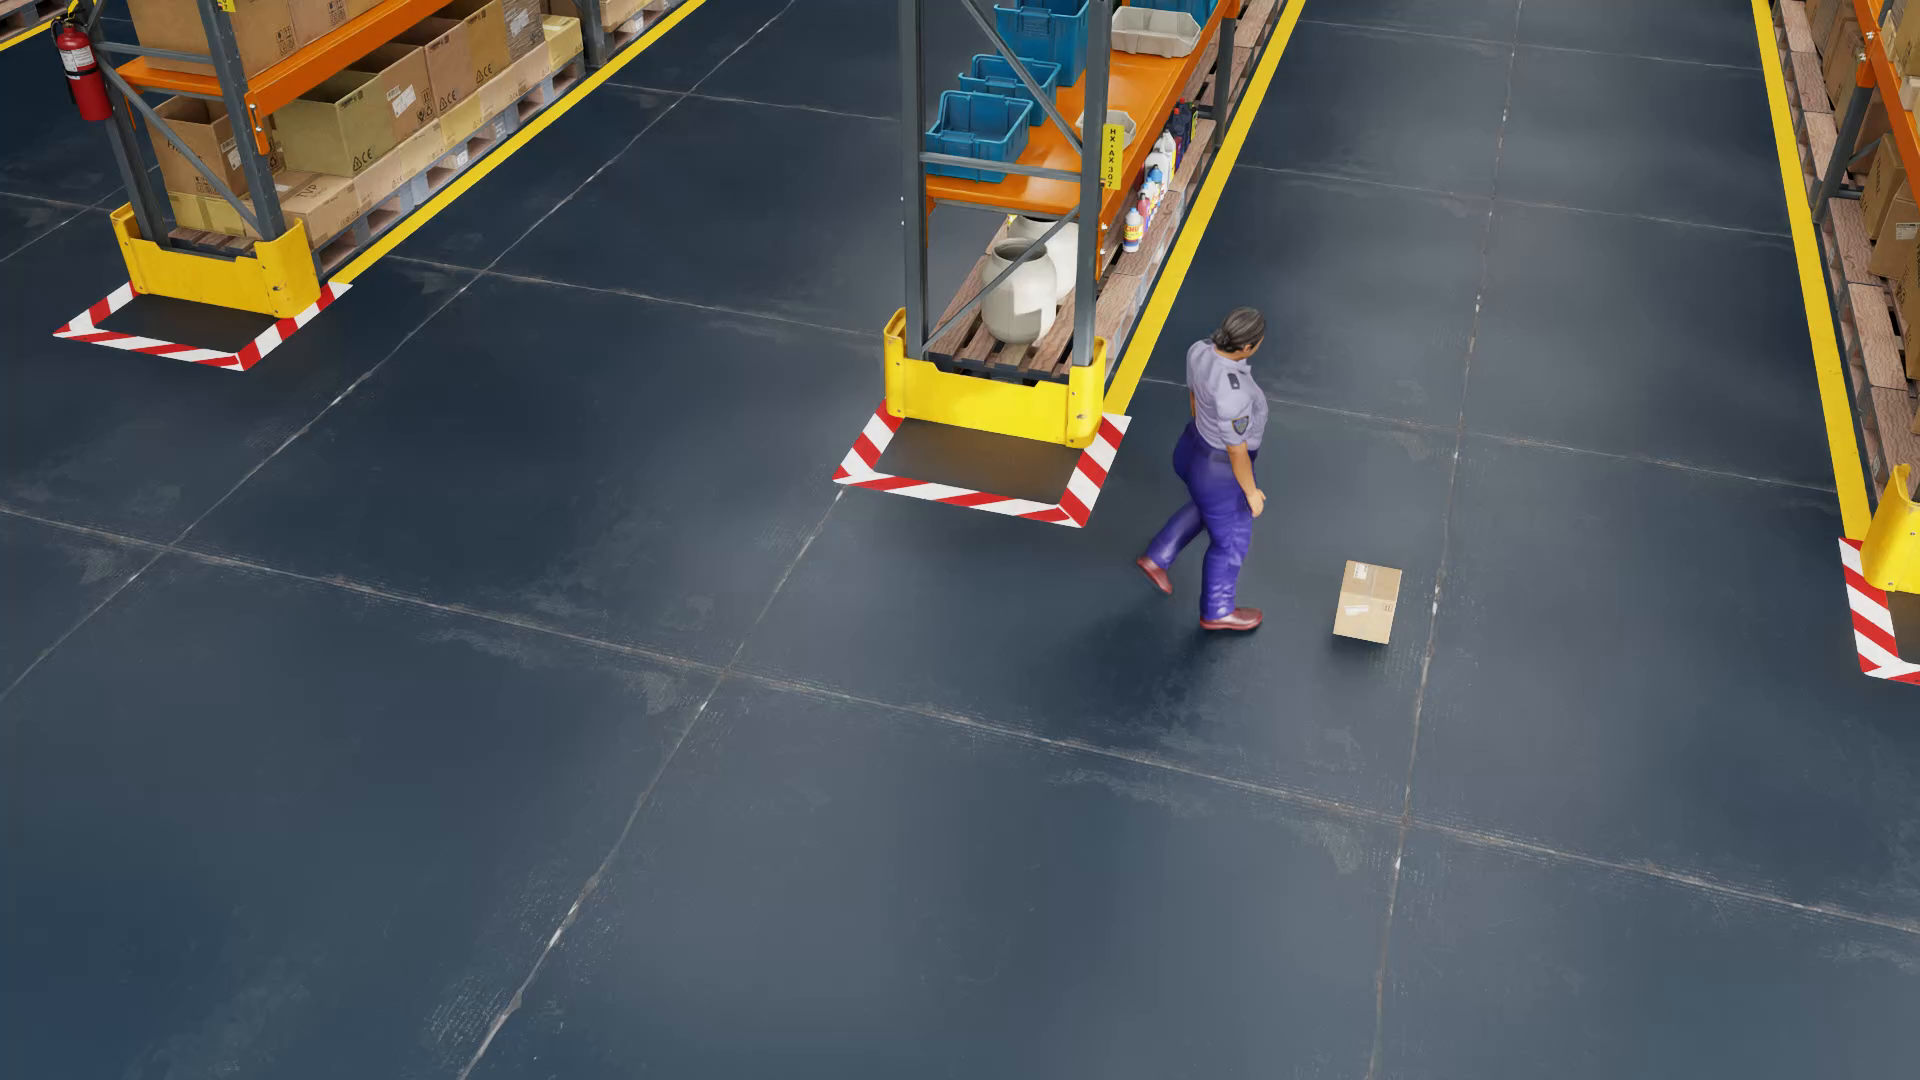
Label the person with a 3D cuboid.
[{"bbox_3d":[1.118,-0.317,7.303,0.520,1.623,0.538,-9,38,-12],"label":"person"}]
